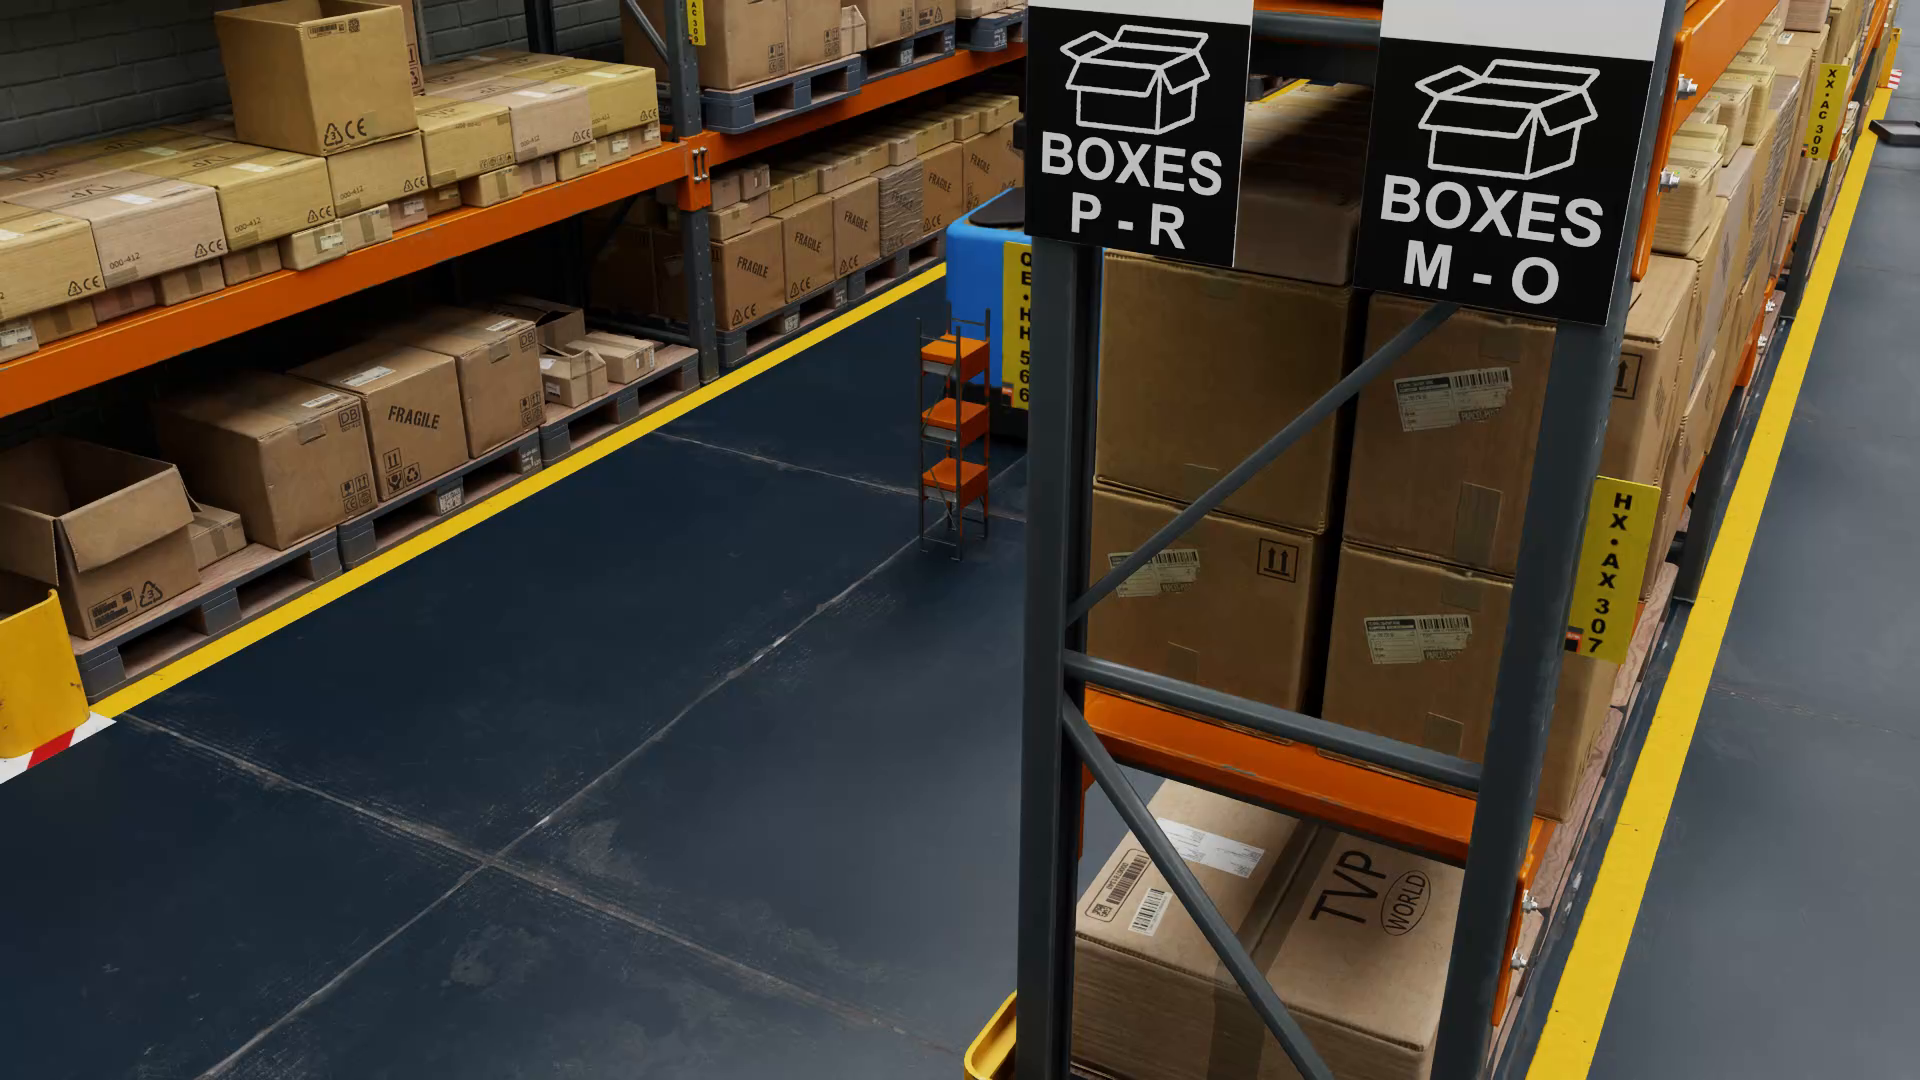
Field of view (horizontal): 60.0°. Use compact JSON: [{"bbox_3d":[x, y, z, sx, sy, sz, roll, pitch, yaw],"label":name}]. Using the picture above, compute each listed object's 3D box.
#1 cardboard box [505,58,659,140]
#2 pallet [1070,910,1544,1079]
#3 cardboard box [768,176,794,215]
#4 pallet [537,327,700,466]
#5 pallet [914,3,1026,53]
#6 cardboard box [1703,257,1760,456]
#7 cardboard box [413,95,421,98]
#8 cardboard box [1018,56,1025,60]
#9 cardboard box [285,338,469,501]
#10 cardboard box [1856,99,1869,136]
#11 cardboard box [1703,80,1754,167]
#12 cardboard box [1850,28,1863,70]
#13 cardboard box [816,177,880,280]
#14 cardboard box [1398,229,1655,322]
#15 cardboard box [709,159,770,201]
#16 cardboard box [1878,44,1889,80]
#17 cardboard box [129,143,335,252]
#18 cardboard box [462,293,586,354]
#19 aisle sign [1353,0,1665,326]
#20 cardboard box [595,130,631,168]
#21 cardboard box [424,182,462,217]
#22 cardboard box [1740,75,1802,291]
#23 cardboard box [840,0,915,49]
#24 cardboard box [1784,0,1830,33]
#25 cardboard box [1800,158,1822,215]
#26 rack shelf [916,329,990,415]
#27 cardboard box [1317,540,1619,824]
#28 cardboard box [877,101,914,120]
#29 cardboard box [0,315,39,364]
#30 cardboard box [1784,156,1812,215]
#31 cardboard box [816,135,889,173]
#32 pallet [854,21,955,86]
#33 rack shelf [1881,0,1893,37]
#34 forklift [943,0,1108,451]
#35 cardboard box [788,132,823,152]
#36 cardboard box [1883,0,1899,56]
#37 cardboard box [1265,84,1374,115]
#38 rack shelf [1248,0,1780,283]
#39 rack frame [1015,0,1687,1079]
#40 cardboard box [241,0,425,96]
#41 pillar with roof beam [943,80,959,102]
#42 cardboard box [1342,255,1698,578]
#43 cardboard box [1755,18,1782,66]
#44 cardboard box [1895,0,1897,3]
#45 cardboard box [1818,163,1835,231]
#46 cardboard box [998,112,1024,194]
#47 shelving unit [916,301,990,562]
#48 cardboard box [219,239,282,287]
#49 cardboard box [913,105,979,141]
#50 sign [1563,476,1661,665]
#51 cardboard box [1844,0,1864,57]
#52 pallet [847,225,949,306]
[{"bbox_3d":[-1.802,-2.114,7.957,0.500,0.250,0.500,15,30,27],"label":"cardboard box"},{"bbox_3d":[0.917,1.269,4.480,1.003,0.211,1.213,14,30,26],"label":"pallet"},{"bbox_3d":[-1.171,-1.969,9.431,0.380,0.149,0.250,13,29,23],"label":"cardboard box"},{"bbox_3d":[-2.103,-0.785,8.583,1.003,0.211,1.213,14,30,26],"label":"pallet"},{"bbox_3d":[-0.069,-3.493,11.092,1.213,0.211,1.003,14,30,26],"label":"pallet"},{"bbox_3d":[2.071,-0.615,5.016,0.500,0.500,0.500,14,30,25],"label":"cardboard box"},{"bbox_3d":[-2.739,-1.835,7.399,0.500,0.250,0.500,15,30,27],"label":"cardboard box"},{"bbox_3d":[0.837,-3.481,13.037,0.875,0.625,0.625,15,30,28],"label":"cardboard box"},{"bbox_3d":[-2.547,-0.537,7.295,0.500,0.500,0.500,15,30,27],"label":"cardboard box"},{"bbox_3d":[7.020,-3.455,13.403,0.500,0.250,0.500,13,29,24],"label":"cardboard box"},{"bbox_3d":[1.658,-1.011,3.965,0.380,0.149,0.250,14,30,27],"label":"cardboard box"},{"bbox_3d":[4.510,-2.679,8.860,0.500,0.250,0.500,14,30,26],"label":"cardboard box"},{"bbox_3d":[-0.828,-1.912,10.042,0.500,0.500,0.500,13,29,25],"label":"cardboard box"},{"bbox_3d":[1.007,-0.509,2.962,0.380,0.149,0.250,15,30,27],"label":"cardboard box"},{"bbox_3d":[-1.270,-1.986,9.133,0.380,0.149,0.250,13,29,24],"label":"cardboard box"},{"bbox_3d":[8.287,-4.460,15.410,0.500,0.250,0.500,14,30,26],"label":"cardboard box"},{"bbox_3d":[-2.780,-1.319,6.370,0.500,0.250,0.500,14,30,25],"label":"cardboard box"},{"bbox_3d":[-2.295,-1.080,8.591,0.500,0.311,0.500,15,30,28],"label":"cardboard box"},{"bbox_3d":[0.808,-0.720,2.433,0.394,0.787,0.004,14,30,26],"label":"aisle sign"},{"bbox_3d":[-1.810,-1.901,7.978,0.380,0.149,0.250,15,30,27],"label":"cardboard box"},{"bbox_3d":[-2.395,-1.517,7.210,0.380,0.149,0.250,15,30,27],"label":"cardboard box"},{"bbox_3d":[2.068,-1.059,4.786,0.500,0.500,0.500,15,30,27],"label":"cardboard box"},{"bbox_3d":[-0.691,-3.179,9.669,0.700,0.500,0.500,14,30,26],"label":"cardboard box"},{"bbox_3d":[2.685,-1.800,5.542,0.380,0.149,0.250,14,30,25],"label":"cardboard box"},{"bbox_3d":[3.525,-1.653,7.368,0.500,0.250,0.500,14,30,26],"label":"cardboard box"},{"bbox_3d":[-0.026,-0.693,6.851,0.215,0.259,0.240,14,30,26],"label":"rack shelf"},{"bbox_3d":[1.077,0.182,3.424,0.500,0.500,0.500,14,30,26],"label":"cardboard box"},{"bbox_3d":[-0.531,-2.872,11.235,0.380,0.149,0.250,15,30,27],"label":"cardboard box"},{"bbox_3d":[-3.331,-0.696,5.571,0.380,0.149,0.250,14,30,26],"label":"cardboard box"},{"bbox_3d":[3.021,-1.474,6.453,0.500,0.250,0.500,13,30,25],"label":"cardboard box"},{"bbox_3d":[-0.661,-2.375,10.243,0.380,0.149,0.250,14,30,26],"label":"cardboard box"},{"bbox_3d":[-0.749,-3.014,10.134,1.003,0.211,1.213,14,30,26],"label":"pallet"},{"bbox_3d":[7.479,-4.784,14.259,1.077,0.370,4.000,14,30,26],"label":"rack shelf"},{"bbox_3d":[0.982,-2.345,8.659,1.130,2.935,3.031,11,29,21],"label":"forklift"},{"bbox_3d":[-1.084,-2.473,10.437,0.380,0.149,0.250,13,29,24],"label":"cardboard box"},{"bbox_3d":[8.042,-4.605,14.863,0.500,0.500,0.500,15,30,28],"label":"cardboard box"},{"bbox_3d":[0.911,-0.928,3.799,0.380,0.149,0.250,15,30,27],"label":"cardboard box"},{"bbox_3d":[1.575,-1.449,4.245,1.077,0.370,4.000,14,30,26],"label":"rack shelf"},{"bbox_3d":[0.588,0.350,3.200,0.949,2.616,0.053,14,30,26],"label":"rack frame"},{"bbox_3d":[-2.728,-2.179,7.250,0.500,0.500,0.500,13,30,25],"label":"cardboard box"},{"bbox_3d":[3.808,-6.300,9.782,9.100,9.000,0.400,14,30,26],"label":"pillar with roof beam"},{"bbox_3d":[1.075,-0.266,3.201,0.500,0.500,0.500,13,30,25],"label":"cardboard box"},{"bbox_3d":[2.129,-1.418,4.779,0.380,0.149,0.250,14,30,26],"label":"cardboard box"},{"bbox_3d":[7.916,-4.742,14.411,0.380,0.149,0.250,16,31,28],"label":"cardboard box"},{"bbox_3d":[5.170,-2.287,10.935,0.950,0.372,0.625,14,30,25],"label":"cardboard box"},{"bbox_3d":[0.183,-2.717,11.649,0.500,0.500,0.500,15,30,28],"label":"cardboard box"},{"bbox_3d":[-0.026,-0.449,6.973,0.215,1.050,0.252,14,30,26],"label":"shelving unit"},{"bbox_3d":[-2.844,-1.106,6.388,0.380,0.149,0.250,15,30,27],"label":"cardboard box"},{"bbox_3d":[-0.094,-2.765,11.020,0.380,0.149,0.250,13,29,24],"label":"cardboard box"},{"bbox_3d":[1.072,0.053,2.738,0.100,0.325,0.005,14,30,26],"label":"sign"},{"bbox_3d":[4.005,-2.606,7.876,0.500,0.500,0.500,14,30,26],"label":"cardboard box"},{"bbox_3d":[-0.798,-1.856,10.721,1.003,0.211,1.213,14,30,26],"label":"pallet"}]
